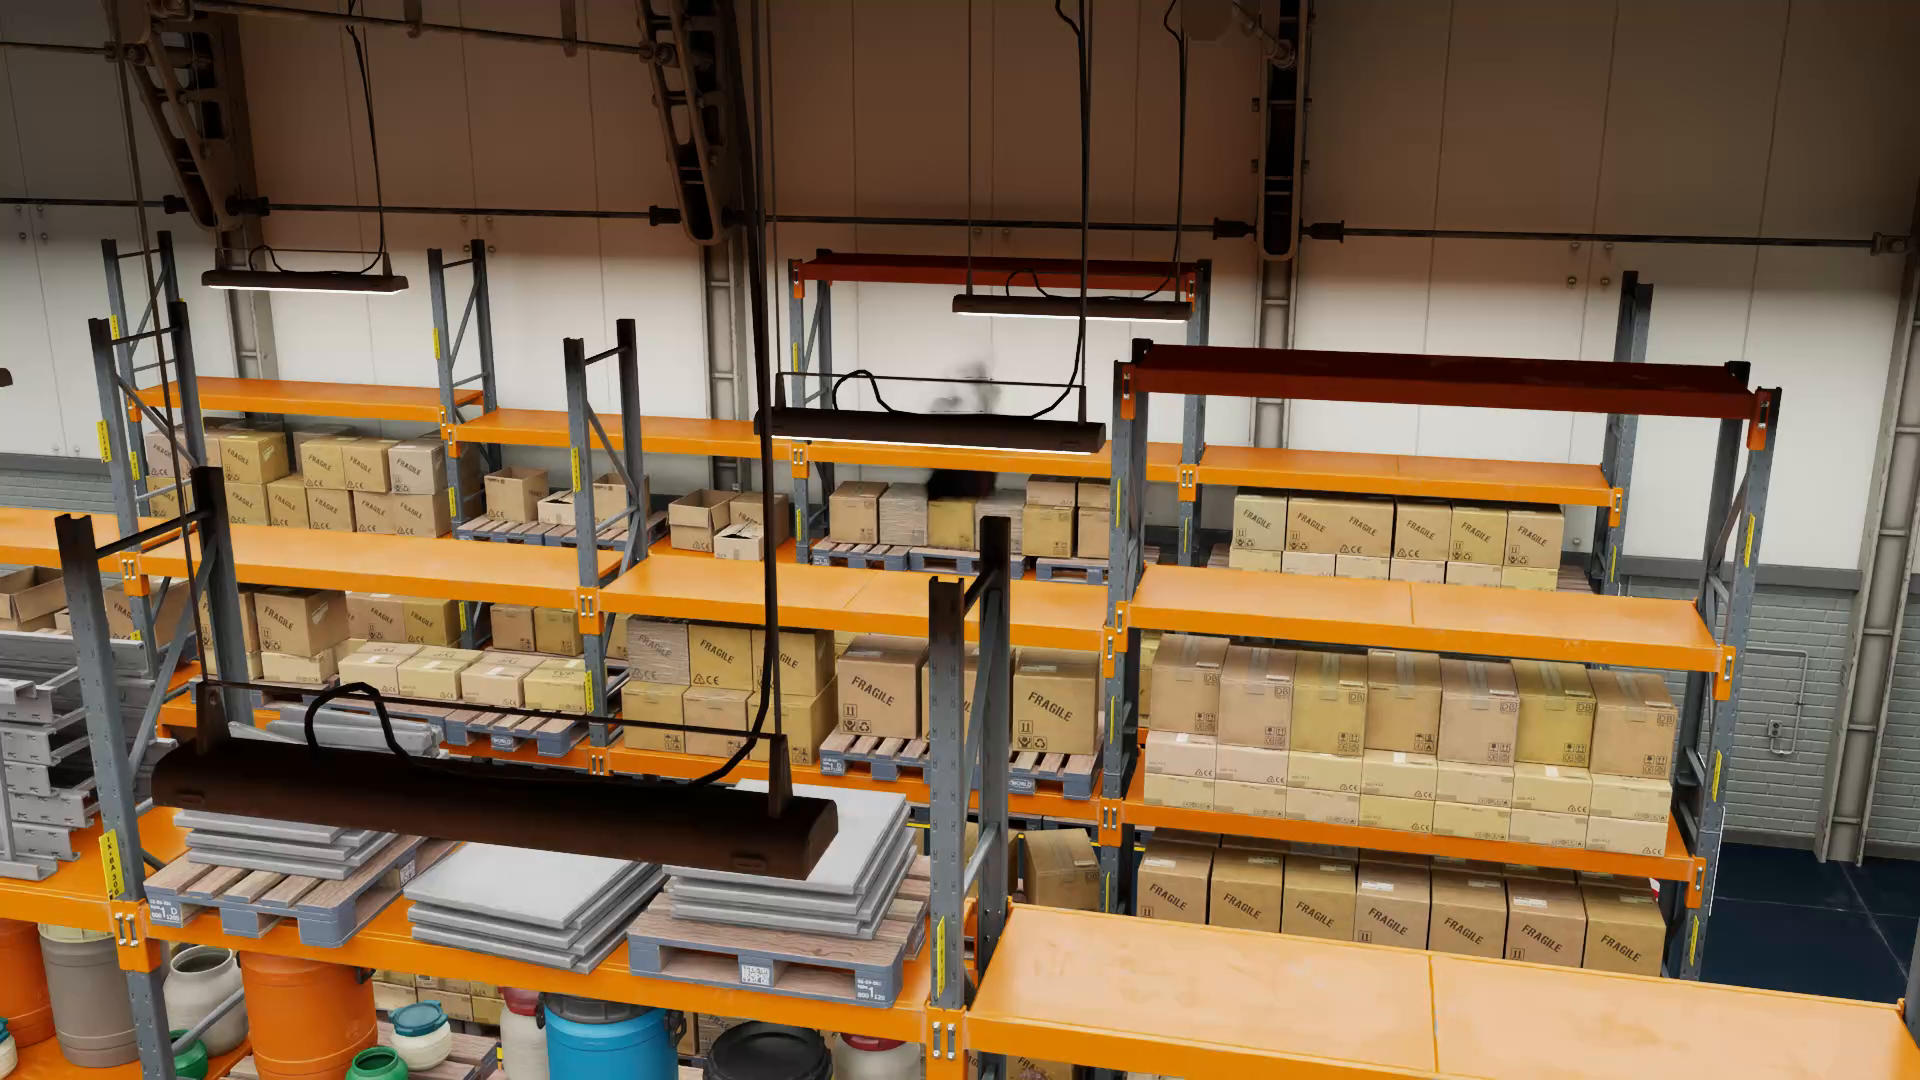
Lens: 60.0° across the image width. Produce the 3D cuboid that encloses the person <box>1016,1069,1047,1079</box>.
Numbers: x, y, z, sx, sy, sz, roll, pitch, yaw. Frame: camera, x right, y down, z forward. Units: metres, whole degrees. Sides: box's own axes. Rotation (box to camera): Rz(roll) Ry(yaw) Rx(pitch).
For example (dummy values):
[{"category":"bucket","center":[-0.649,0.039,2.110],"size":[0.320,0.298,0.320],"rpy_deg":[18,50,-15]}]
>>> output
[{"category":"person","center":[0.470,4.217,11.036],"size":[0.877,1.596,0.537],"rpy_deg":[1,16,3]}]
